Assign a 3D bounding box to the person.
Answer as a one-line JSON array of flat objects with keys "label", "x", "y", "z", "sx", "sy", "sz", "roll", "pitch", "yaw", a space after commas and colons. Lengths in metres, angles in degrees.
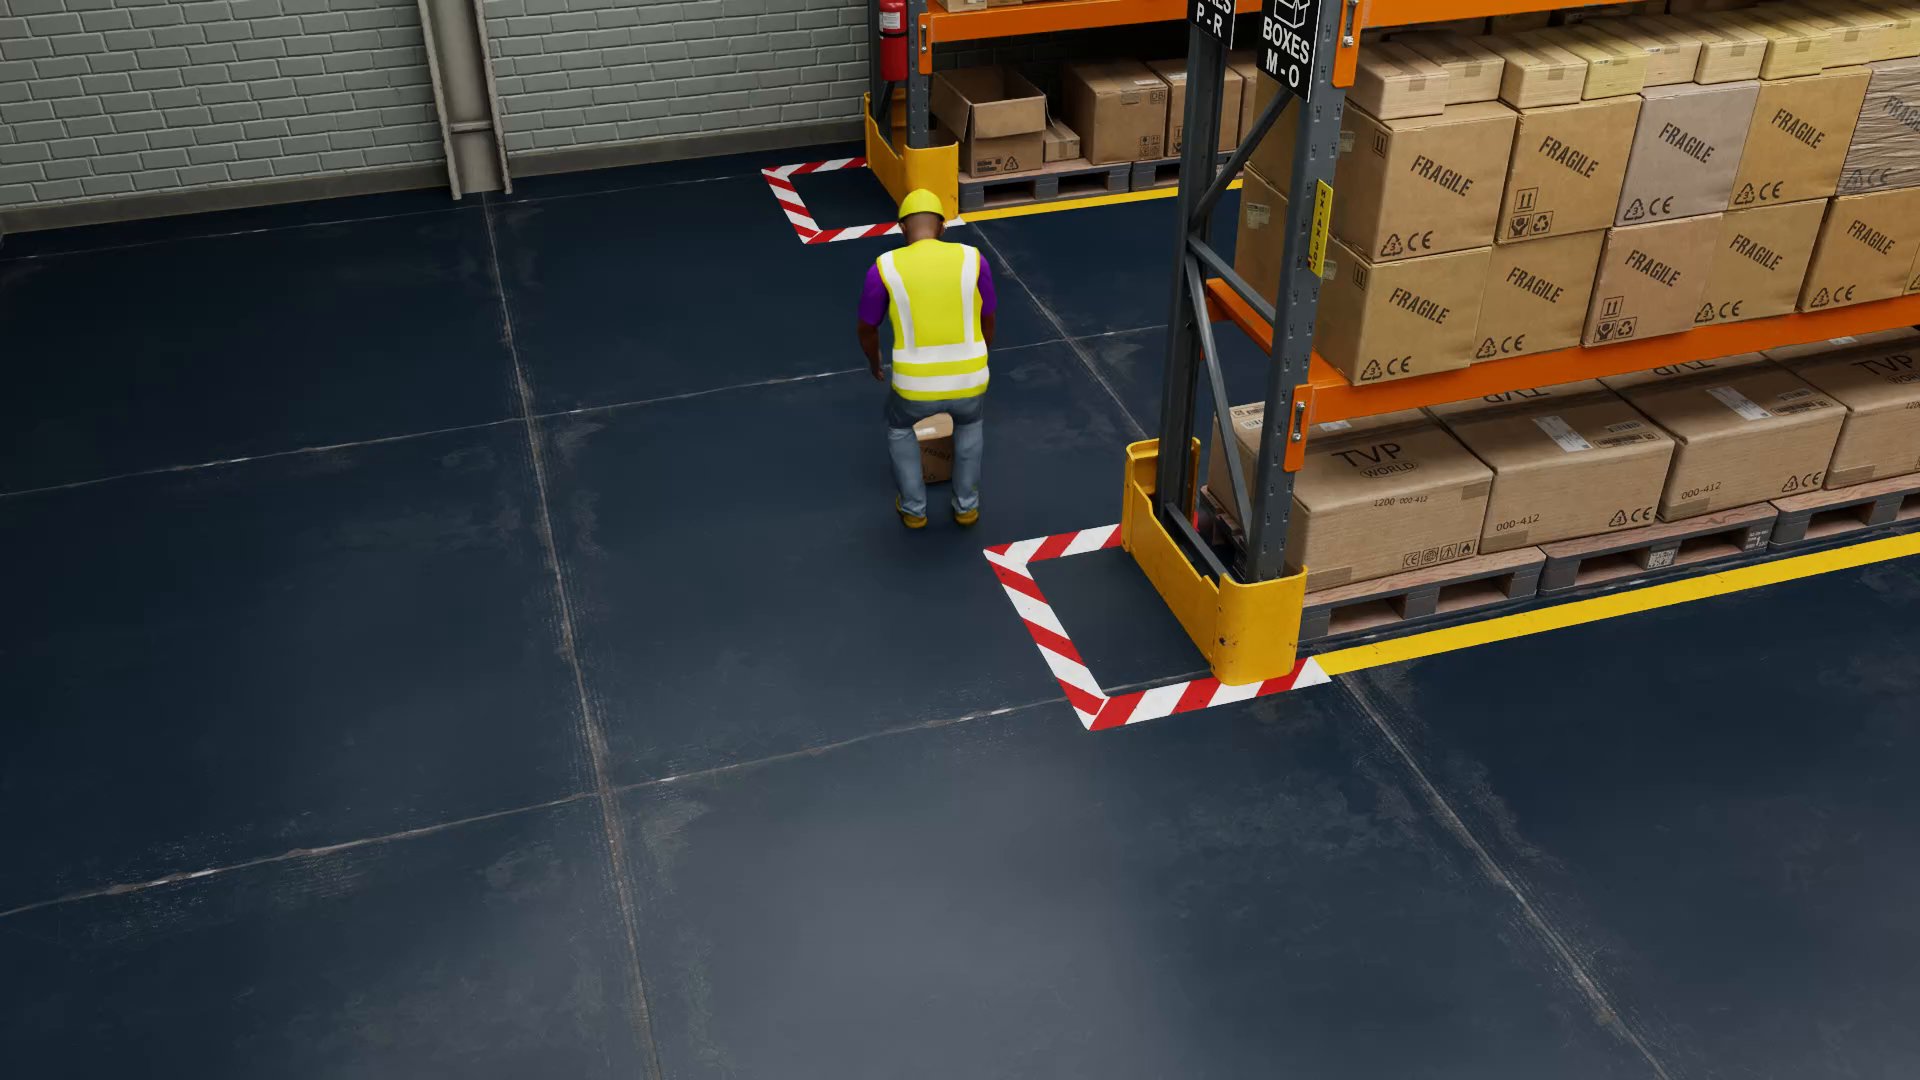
[{"label": "person", "x": -0.151, "y": -0.701, "z": 7.608, "sx": 0.627, "sy": 1.283, "sz": 0.817, "roll": -3, "pitch": 34, "yaw": -5}]
